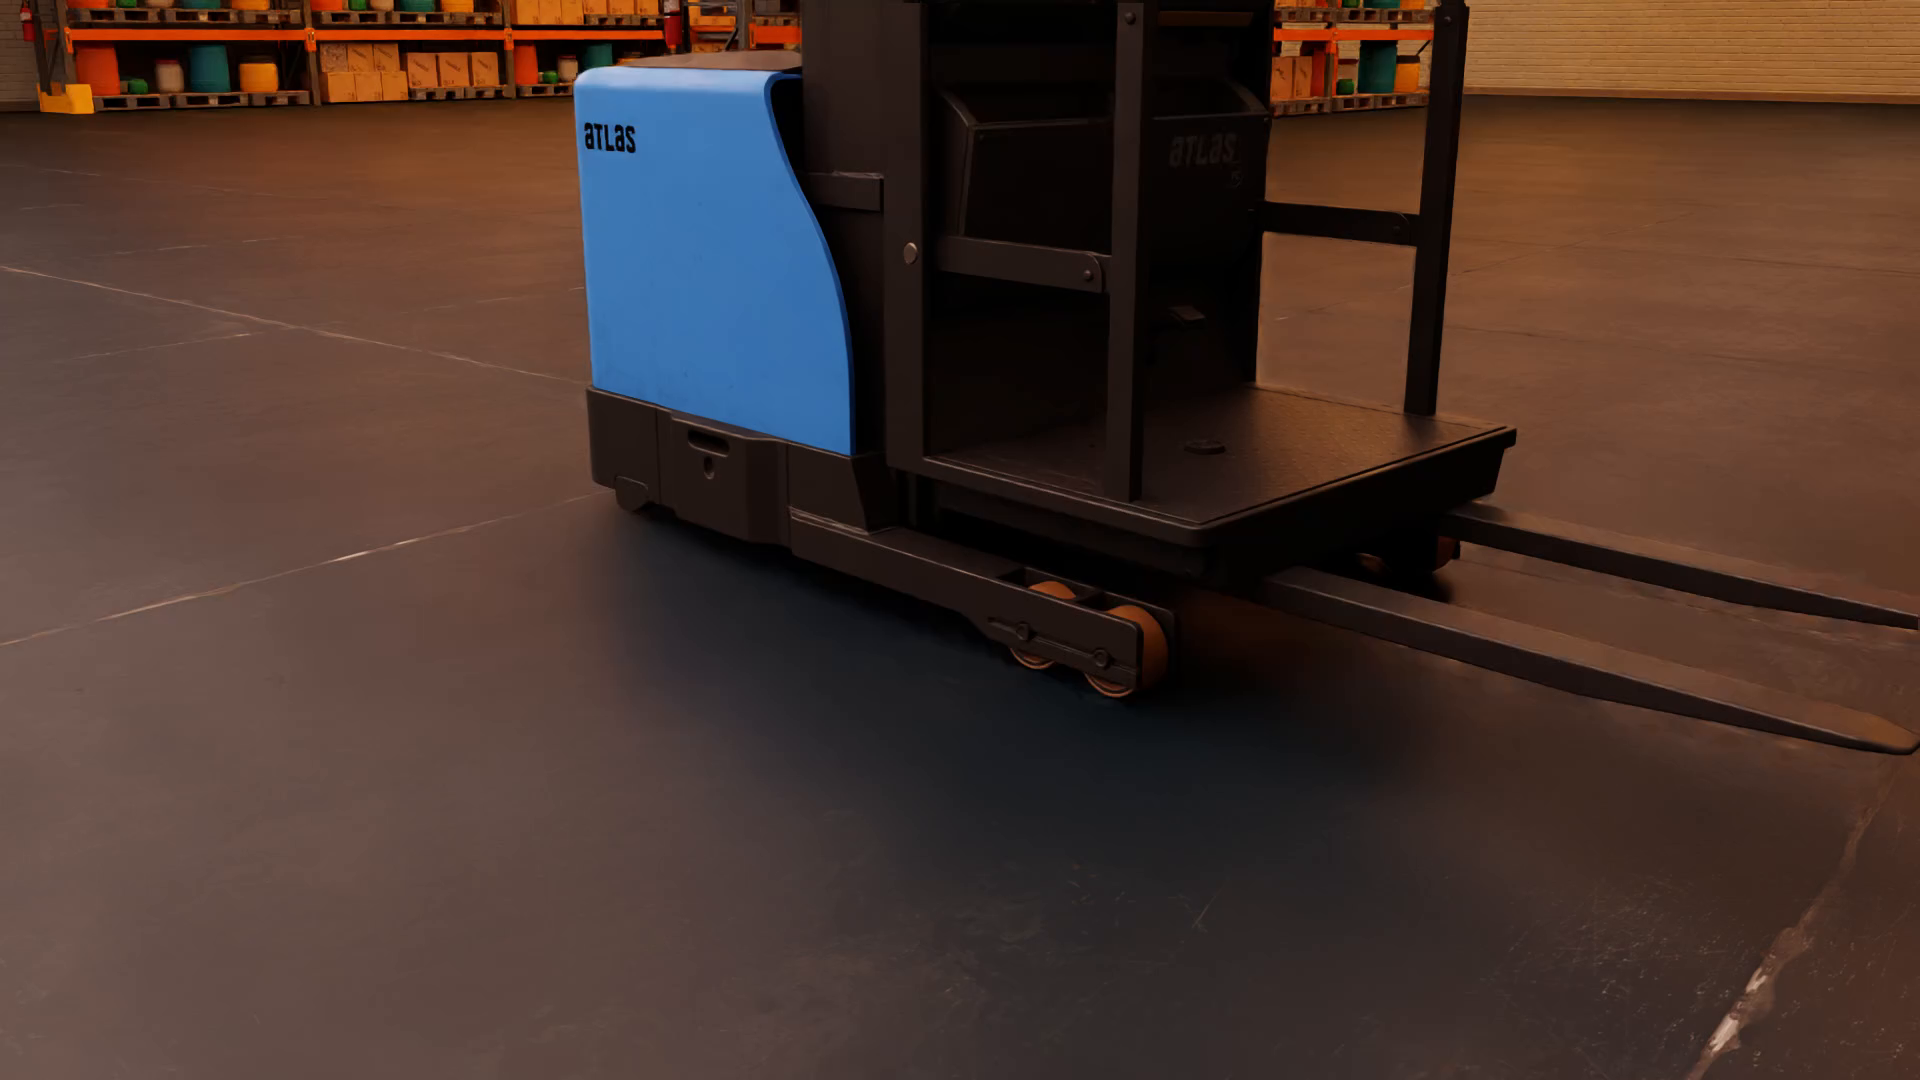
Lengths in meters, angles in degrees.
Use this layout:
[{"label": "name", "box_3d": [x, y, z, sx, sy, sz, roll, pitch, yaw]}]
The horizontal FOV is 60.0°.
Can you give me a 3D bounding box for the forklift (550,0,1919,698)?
[{"label": "forklift", "box_3d": [0.511, -1.304, 3.191, 3.031, 2.935, 1.130, 13, 21, 36]}]
